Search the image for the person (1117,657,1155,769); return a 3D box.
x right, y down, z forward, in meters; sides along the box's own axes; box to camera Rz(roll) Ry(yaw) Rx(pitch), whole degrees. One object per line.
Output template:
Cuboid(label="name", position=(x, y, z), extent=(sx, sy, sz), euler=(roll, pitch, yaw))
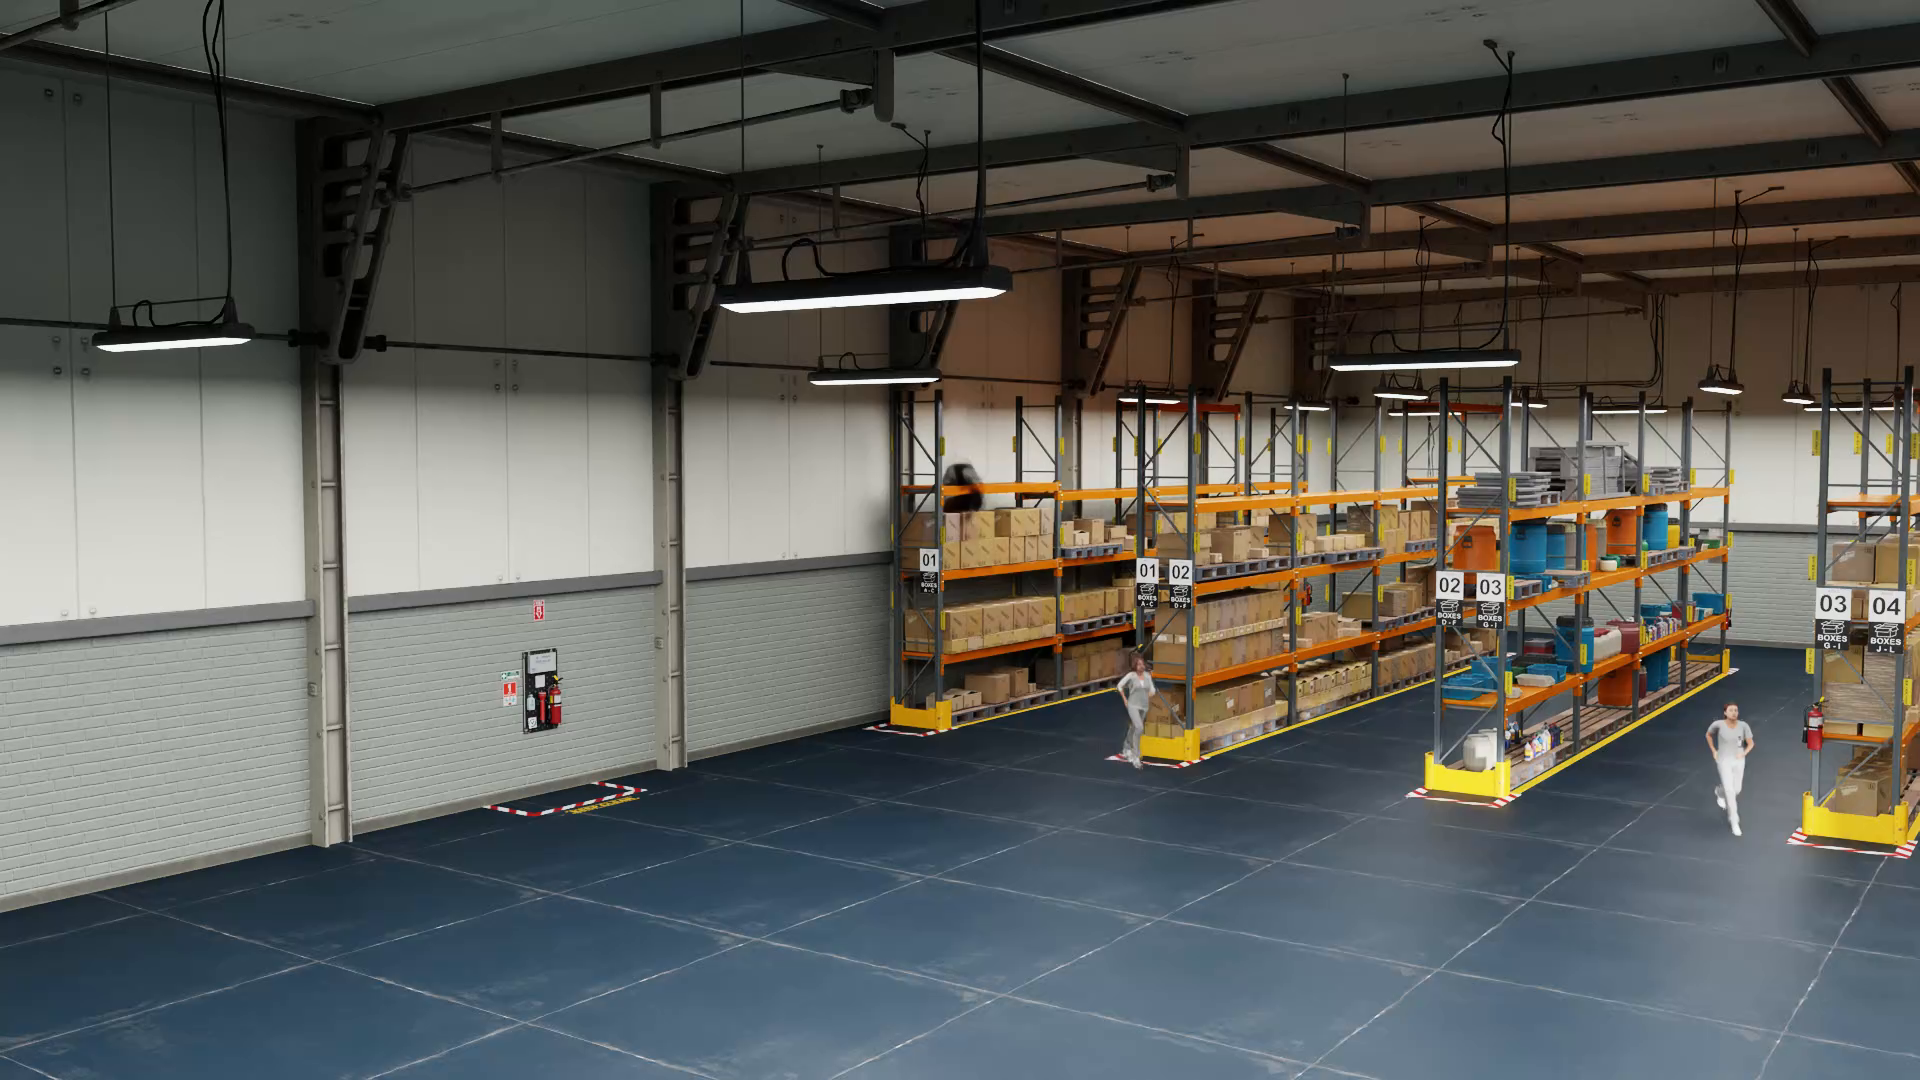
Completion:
Cuboid(label="person", position=(2.682, 2.594, 25.191), extent=(0.530, 1.622, 0.695), euler=(-1, 4, -24))

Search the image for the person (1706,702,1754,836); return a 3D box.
Cuboid(label="person", position=(10.144, 2.958, 21.901), extent=(0.530, 1.685, 1.107), euler=(0, 3, 6))
